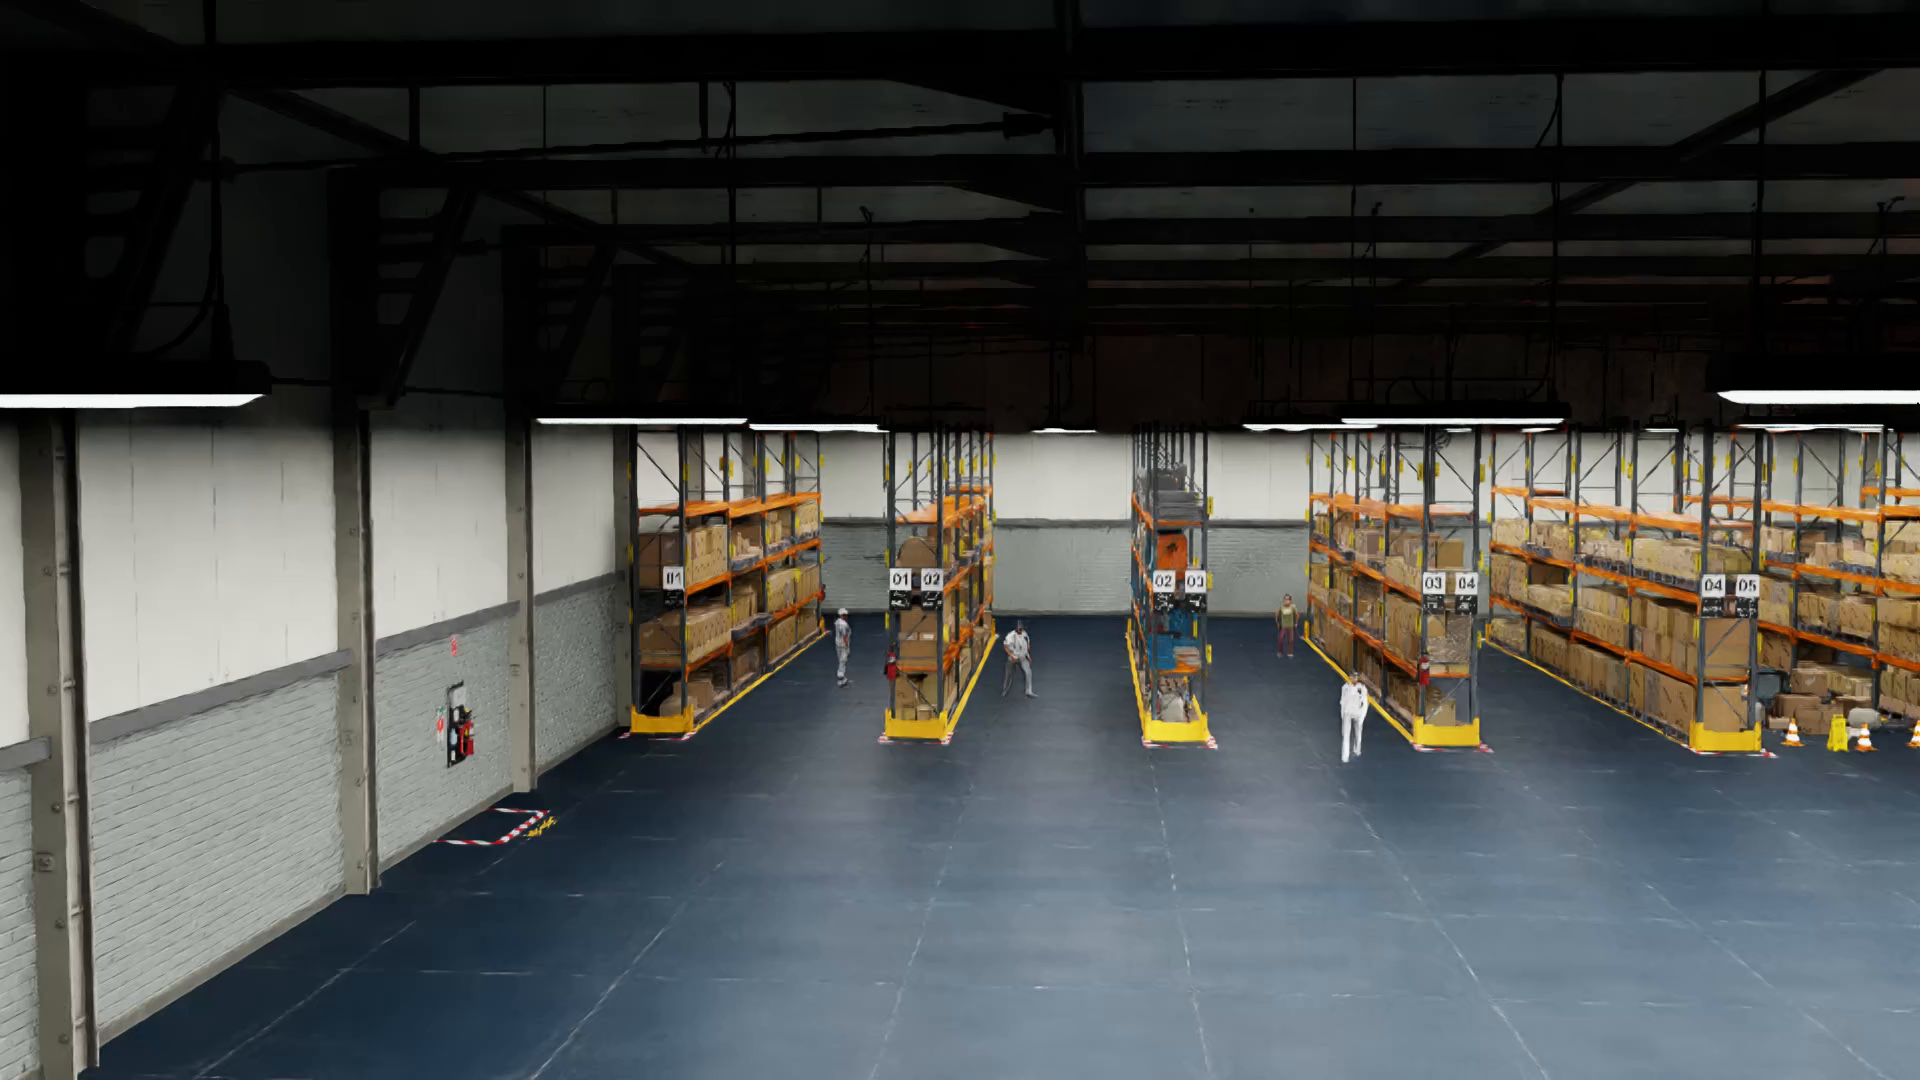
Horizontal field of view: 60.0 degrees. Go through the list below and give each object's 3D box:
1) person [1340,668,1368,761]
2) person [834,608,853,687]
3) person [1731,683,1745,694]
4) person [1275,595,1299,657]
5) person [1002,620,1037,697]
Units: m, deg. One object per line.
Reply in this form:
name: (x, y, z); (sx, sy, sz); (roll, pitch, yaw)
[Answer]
person: (6.931, 3.043, 29.235); (0.481, 1.621, 0.989); (1, 4, 13)
person: (-2.615, 2.423, 37.745); (0.451, 1.789, 0.605); (-2, 4, -24)
person: (16.814, 2.591, 36.031); (0.568, 1.666, 0.563); (2, 4, 34)
person: (8.427, 2.208, 42.883); (0.598, 1.619, 0.507); (1, 4, 12)
person: (1.268, 2.570, 36.301); (0.700, 1.690, 0.863); (-1, 4, -12)
